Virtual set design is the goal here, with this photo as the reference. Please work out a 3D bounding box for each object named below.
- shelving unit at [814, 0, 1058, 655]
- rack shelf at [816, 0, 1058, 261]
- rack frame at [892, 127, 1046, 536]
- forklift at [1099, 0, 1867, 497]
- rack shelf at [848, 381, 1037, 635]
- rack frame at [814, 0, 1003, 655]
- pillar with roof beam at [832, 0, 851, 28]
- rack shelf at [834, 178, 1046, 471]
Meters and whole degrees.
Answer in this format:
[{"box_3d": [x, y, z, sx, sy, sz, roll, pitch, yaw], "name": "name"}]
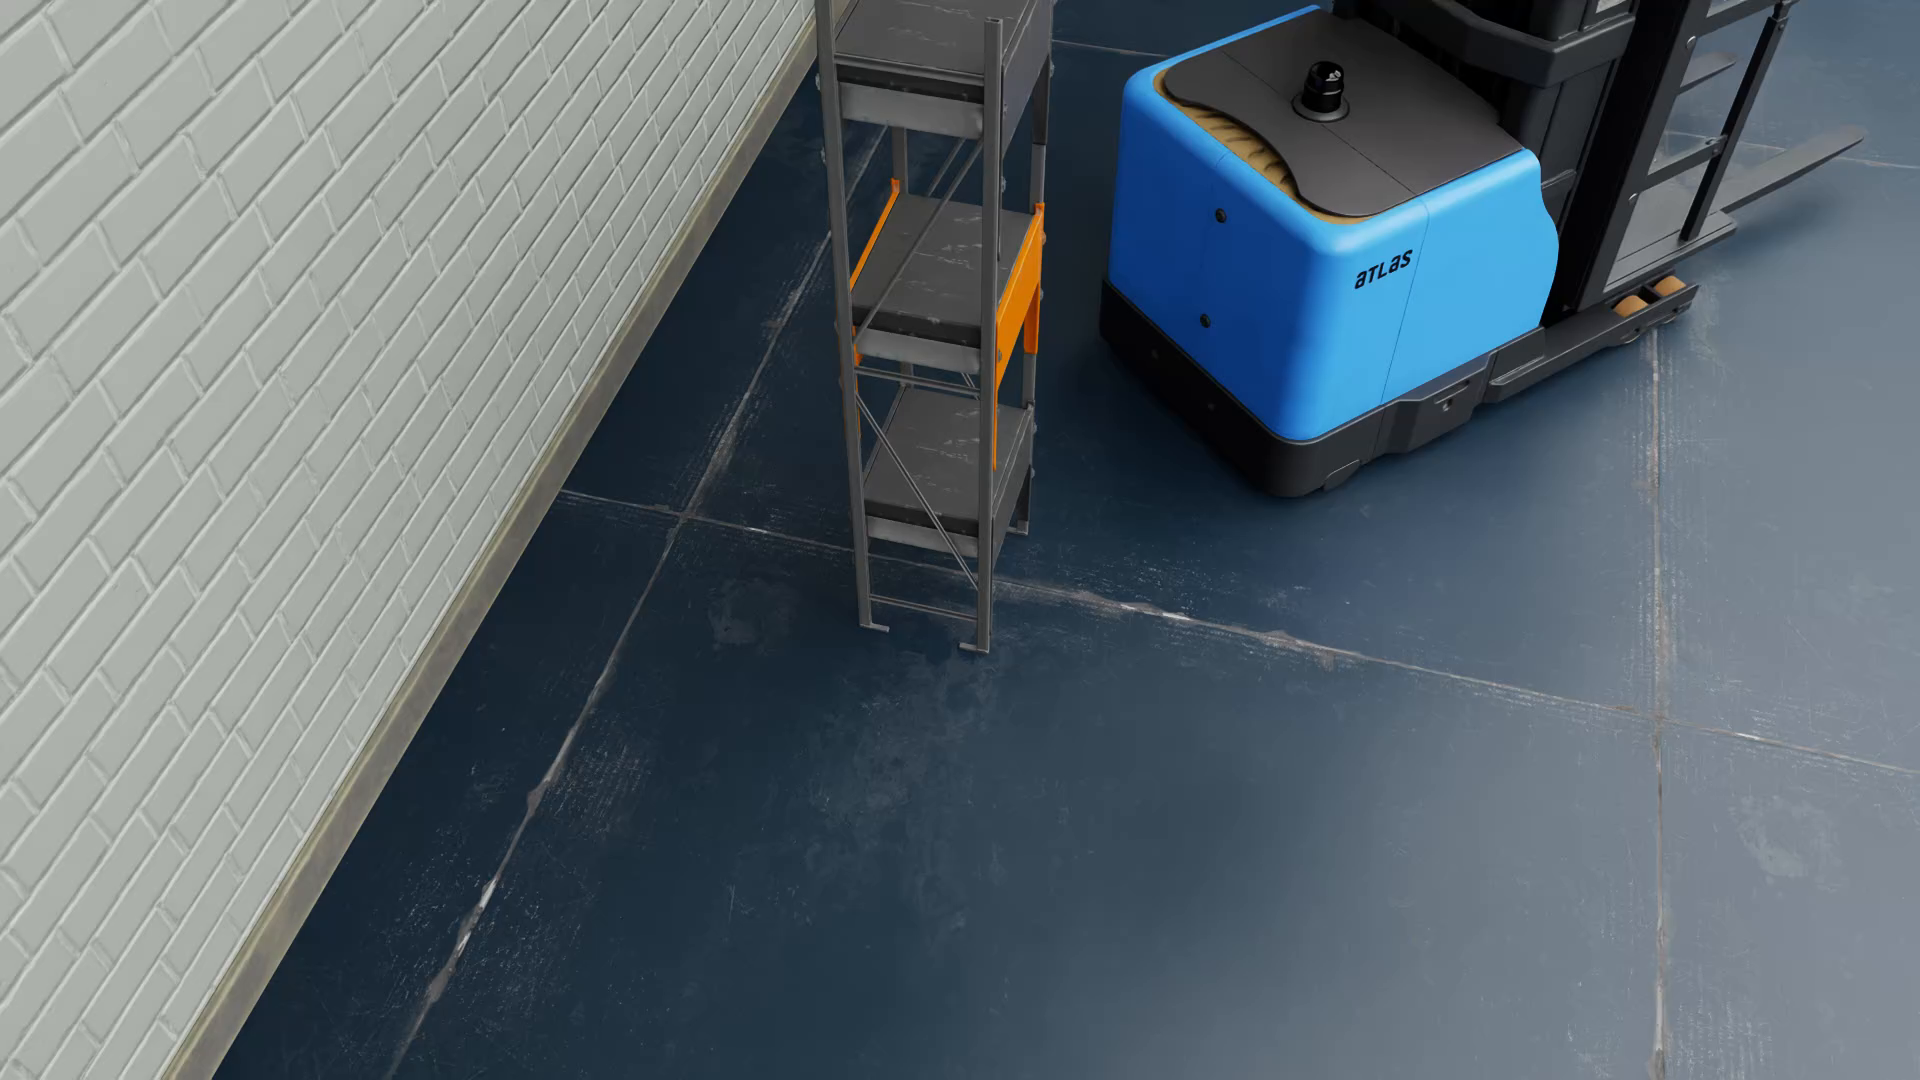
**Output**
[{"box_3d": [-0.044, -0.575, 4.357, 0.431, 2.100, 0.503, 12, 50, 10], "name": "shelving unit"}, {"box_3d": [-0.044, -1.029, 3.842, 0.431, 0.518, 0.480, 12, 50, 10], "name": "rack shelf"}, {"box_3d": [0.021, -0.752, 4.513, 0.400, 2.100, 0.015, 12, 50, 10], "name": "rack frame"}, {"box_3d": [2.001, -1.971, 5.035, 3.031, 2.935, 1.130, -26, 53, -21], "name": "forklift"}, {"box_3d": [-0.044, -0.103, 4.892, 0.431, 0.518, 0.480, 12, 50, 10], "name": "rack shelf"}, {"box_3d": [-0.108, -0.399, 4.201, 0.400, 2.100, 0.015, 12, 50, 10], "name": "rack frame"}, {"box_3d": [3.758, -4.439, 3.166, 9.100, 9.000, 0.400, 12, 50, 10], "name": "pillar with roof beam"}, {"box_3d": [-0.044, -0.566, 4.367, 0.431, 0.518, 0.480, 12, 50, 10], "name": "rack shelf"}]
